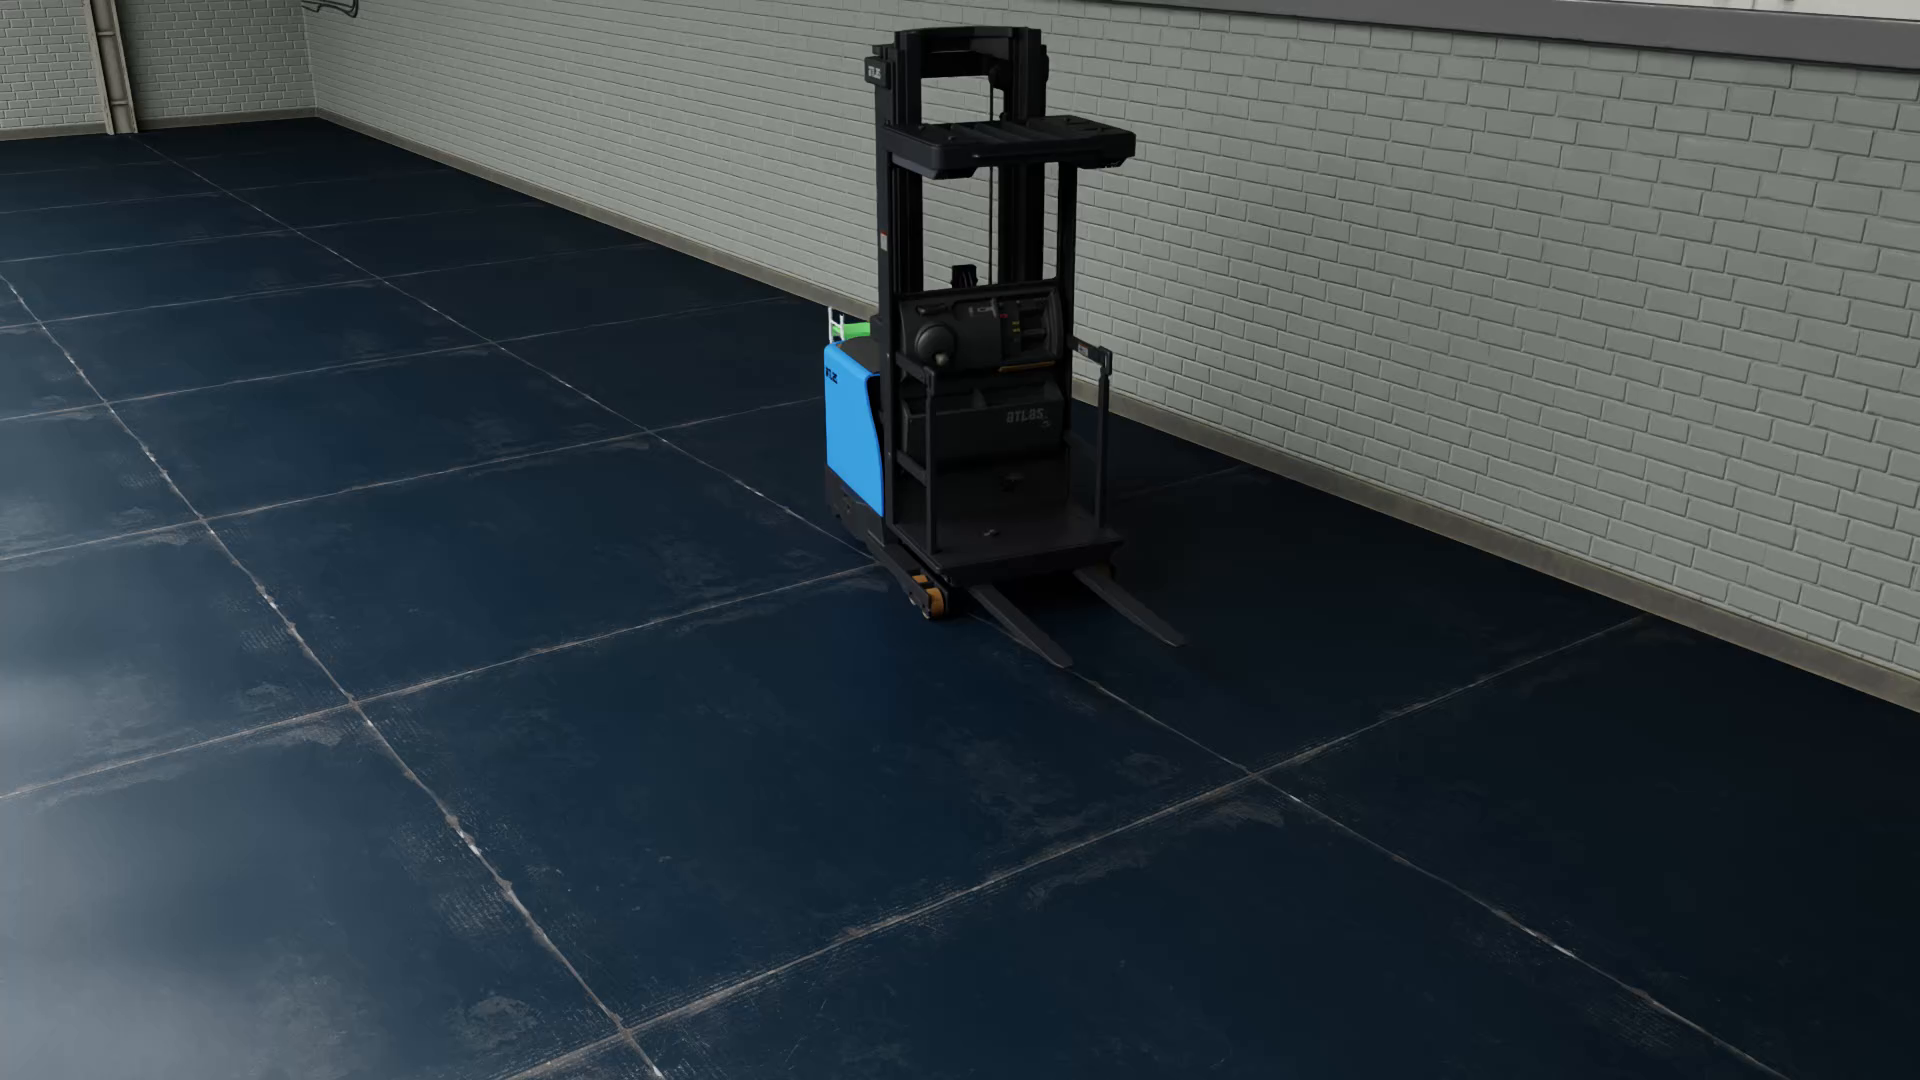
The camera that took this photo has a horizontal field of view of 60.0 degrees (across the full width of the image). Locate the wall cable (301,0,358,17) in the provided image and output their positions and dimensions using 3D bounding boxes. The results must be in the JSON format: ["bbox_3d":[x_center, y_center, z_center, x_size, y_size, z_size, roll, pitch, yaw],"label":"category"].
[{"bbox_3d":[-9.750,-9.260,25.150,0.112,2.526,3.097,-15,26,-33],"label":"wall cable"}]

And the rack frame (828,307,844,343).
[{"bbox_3d":[-0.754,-0.839,10.374,0.015,1.200,0.240,-9,23,-22],"label":"rack frame"}]

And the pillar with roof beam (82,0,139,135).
[{"bbox_3d":[-10.399,-9.167,20.728,0.400,9.000,9.100,-15,26,-33],"label":"pillar with roof beam"}]

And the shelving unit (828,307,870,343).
[{"bbox_3d":[-0.530,-0.875,10.464,0.503,1.200,0.258,-9,23,-22],"label":"shelving unit"}]

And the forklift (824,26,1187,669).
[{"bbox_3d":[0.204,-1.120,8.749,1.130,2.935,3.031,-9,23,-21],"label":"forklift"}]

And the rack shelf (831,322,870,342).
[{"bbox_3d":[-0.533,-1.264,10.316,0.480,0.148,0.258,-9,23,-22],"label":"rack shelf"}]
